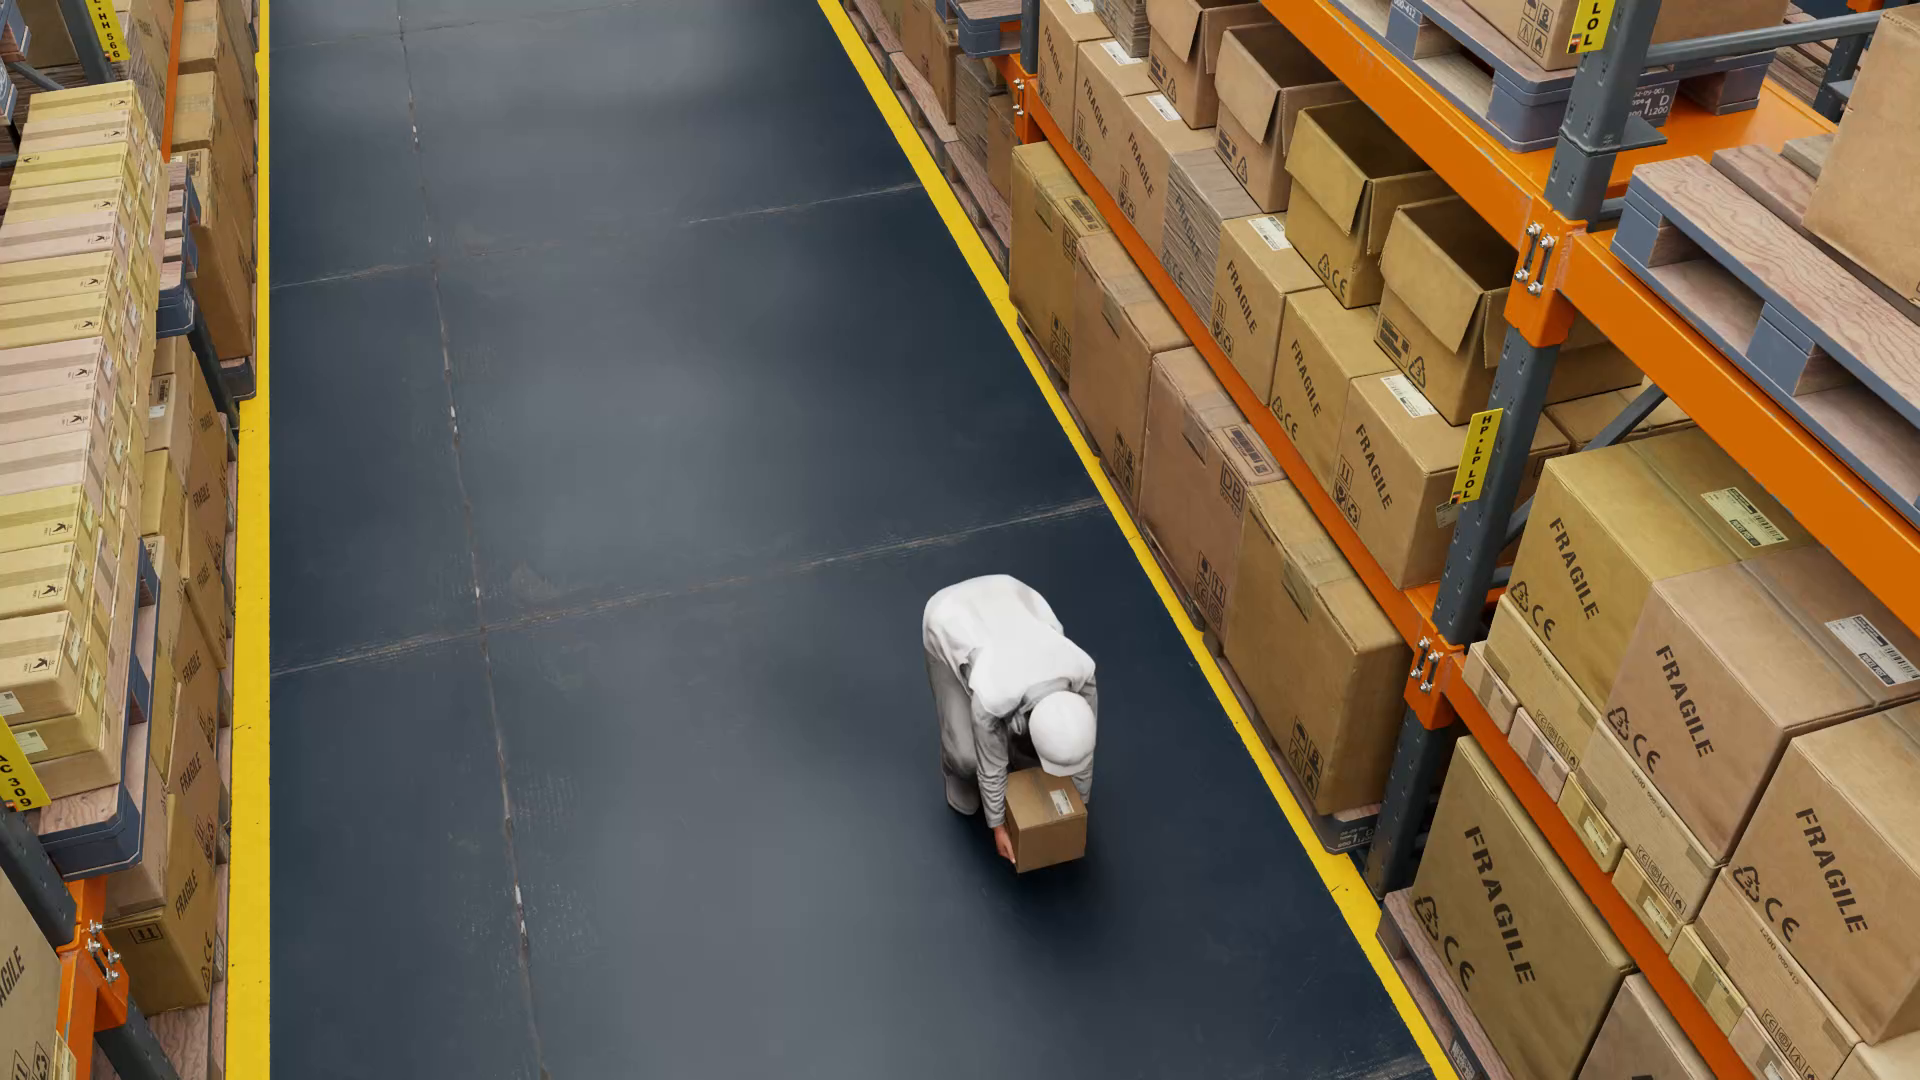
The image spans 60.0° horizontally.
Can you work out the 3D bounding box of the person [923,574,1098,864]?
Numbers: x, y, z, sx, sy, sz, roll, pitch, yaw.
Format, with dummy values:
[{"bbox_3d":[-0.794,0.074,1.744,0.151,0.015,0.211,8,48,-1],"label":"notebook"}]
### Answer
[{"bbox_3d":[0.199,0.673,5.974,0.519,0.995,0.993,-14,44,-15],"label":"person"}]
